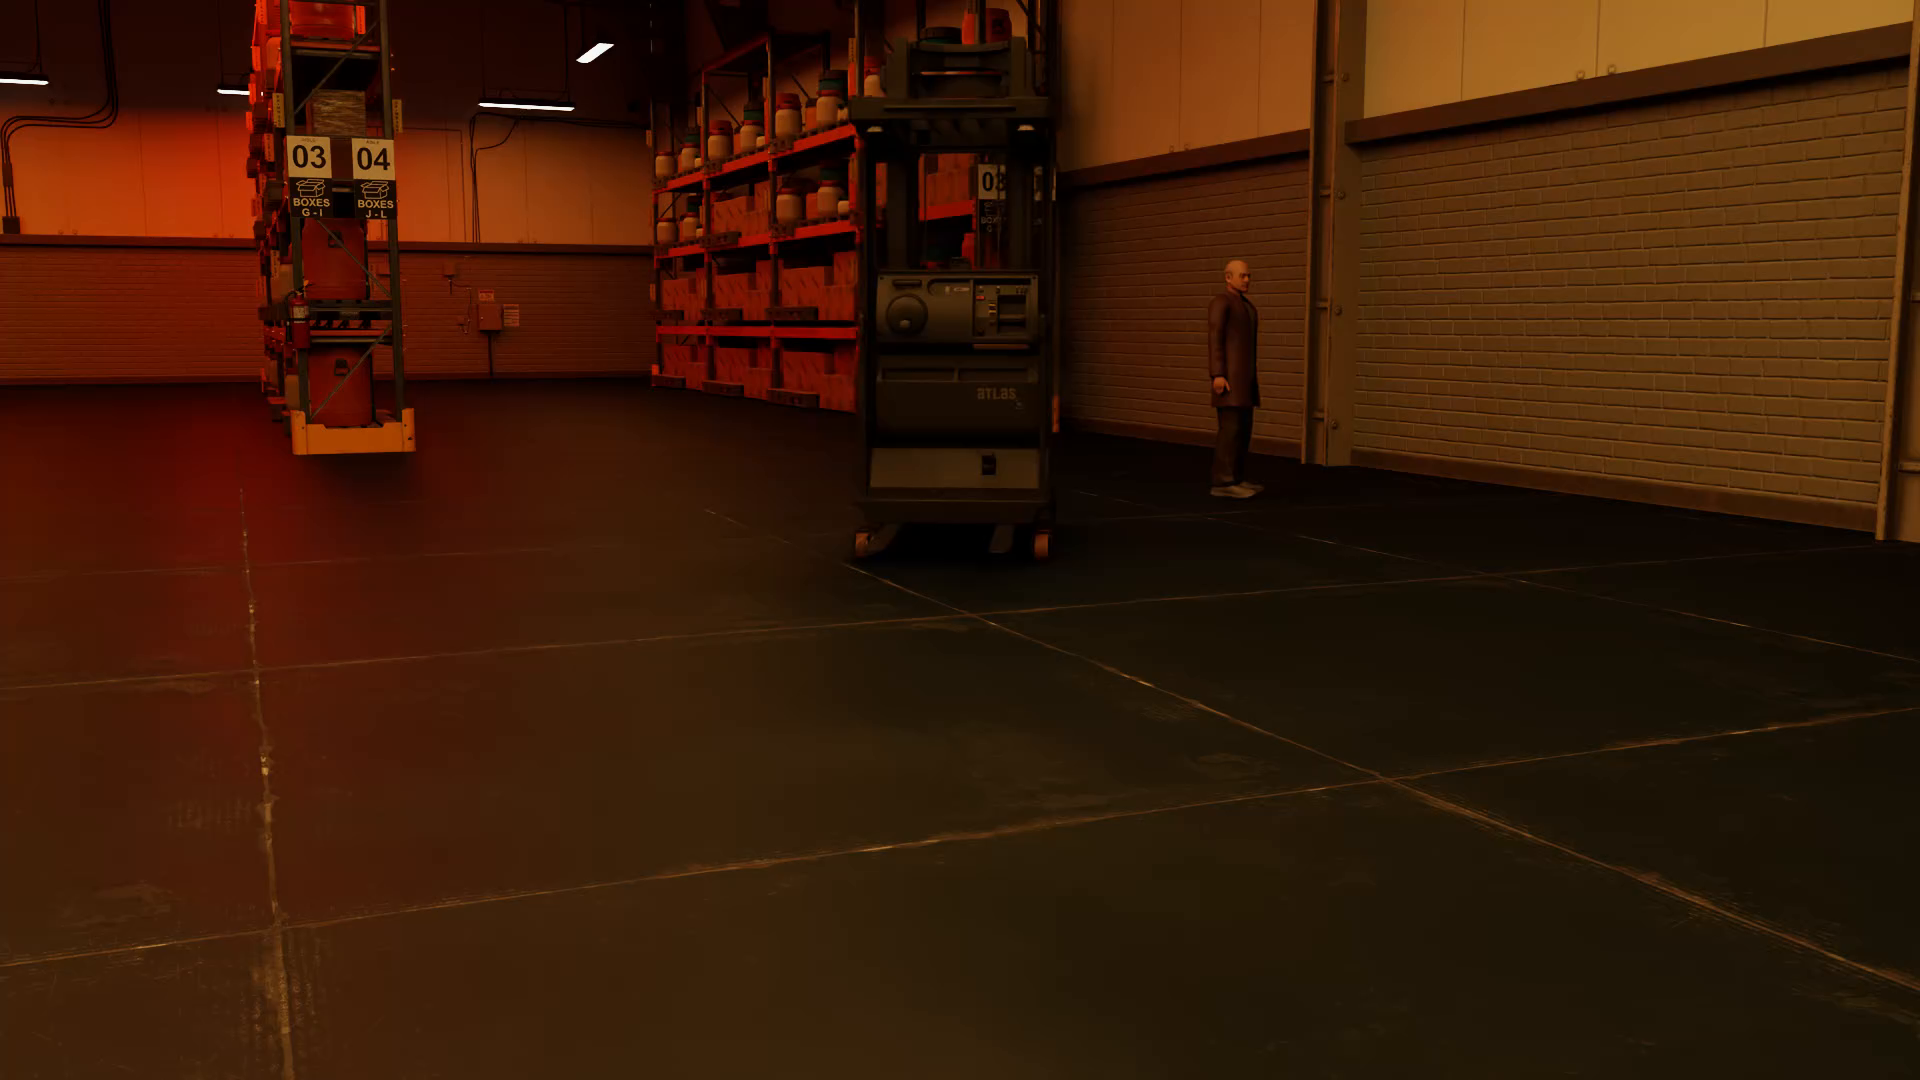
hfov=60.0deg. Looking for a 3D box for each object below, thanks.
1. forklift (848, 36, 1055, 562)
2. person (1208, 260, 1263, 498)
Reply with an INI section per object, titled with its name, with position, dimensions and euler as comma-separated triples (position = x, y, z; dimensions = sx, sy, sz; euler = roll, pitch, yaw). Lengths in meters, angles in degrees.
[forklift]
position = -0.026, -1.373, 9.354
dimensions = 1.130, 2.935, 3.031
euler = 0, 8, 3
[person]
position = 2.126, -1.225, 12.638
dimensions = 0.420, 1.782, 0.643
euler = 4, 9, 29
